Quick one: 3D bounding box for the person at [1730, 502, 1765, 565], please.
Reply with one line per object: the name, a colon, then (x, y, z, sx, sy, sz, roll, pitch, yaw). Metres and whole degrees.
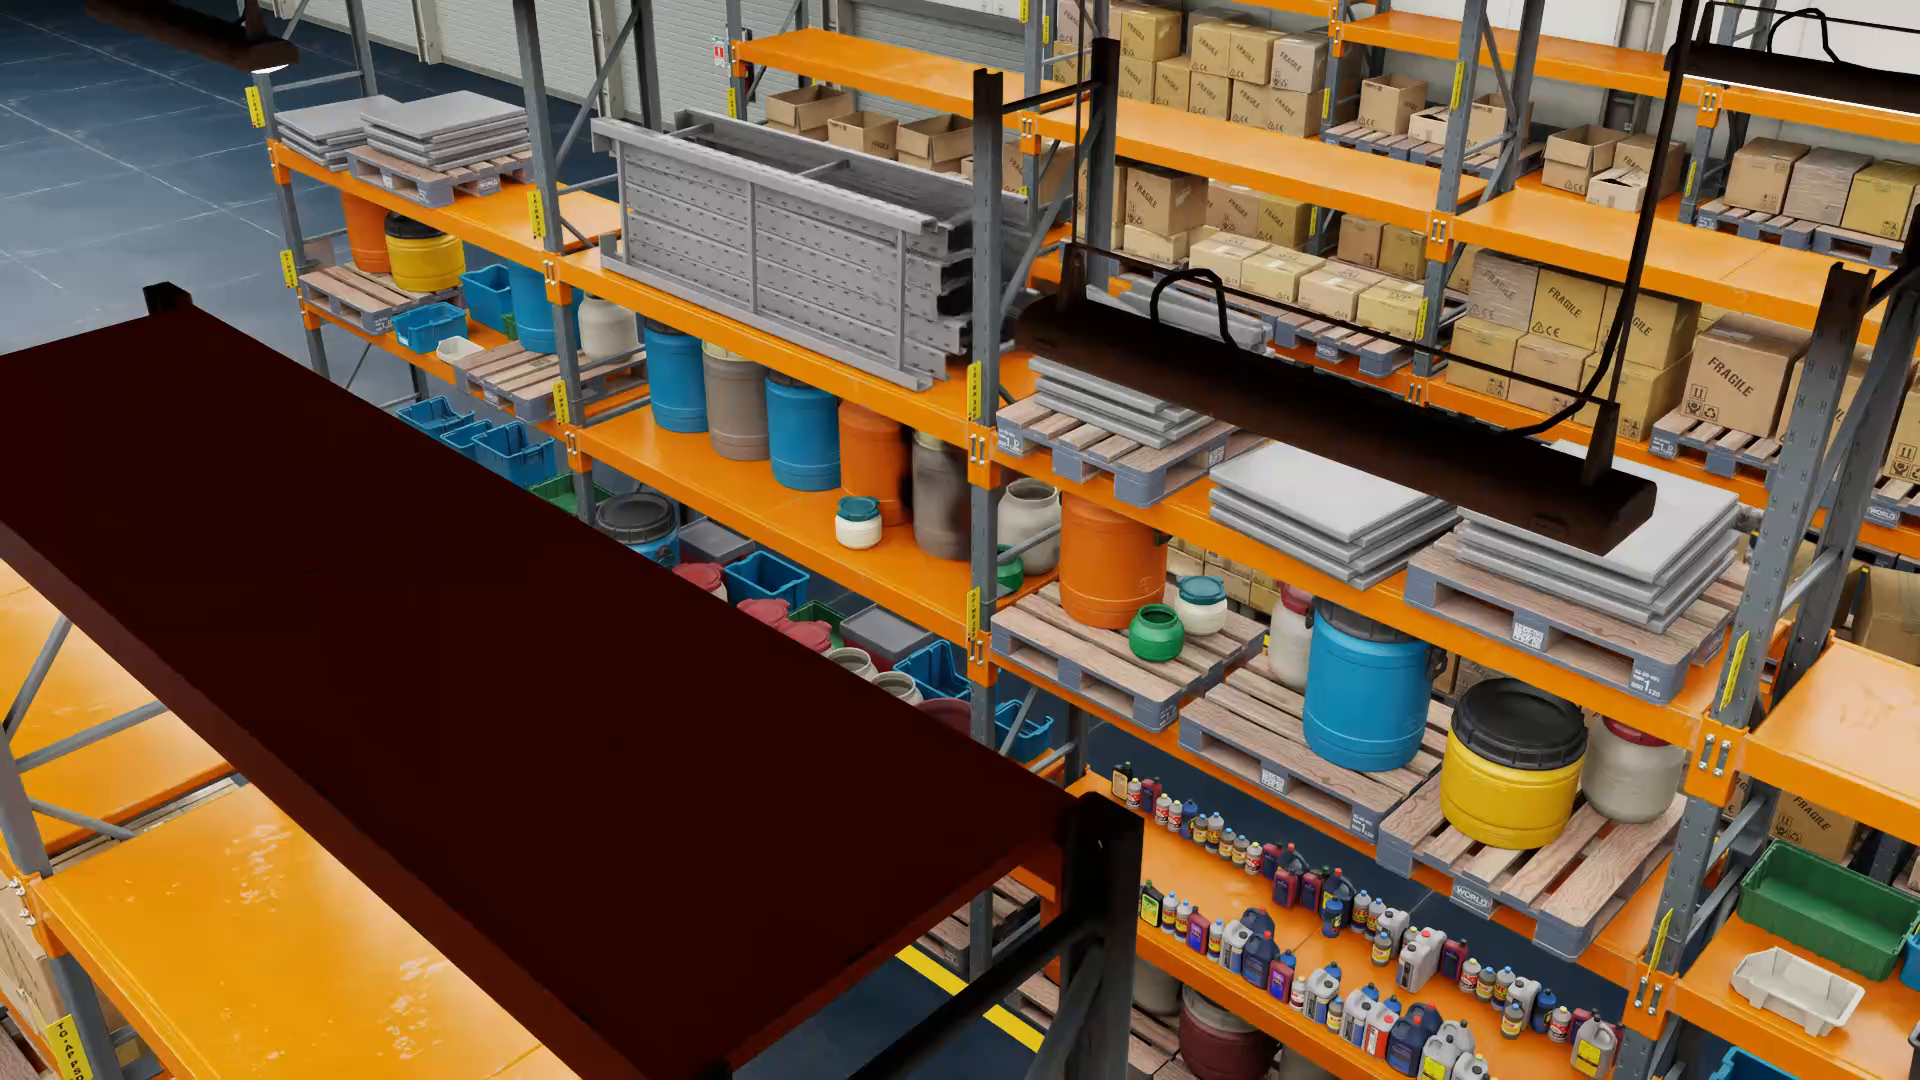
person: (7.069, -0.340, 15.076, 0.655, 1.731, 0.694, 25, 38, 37)
